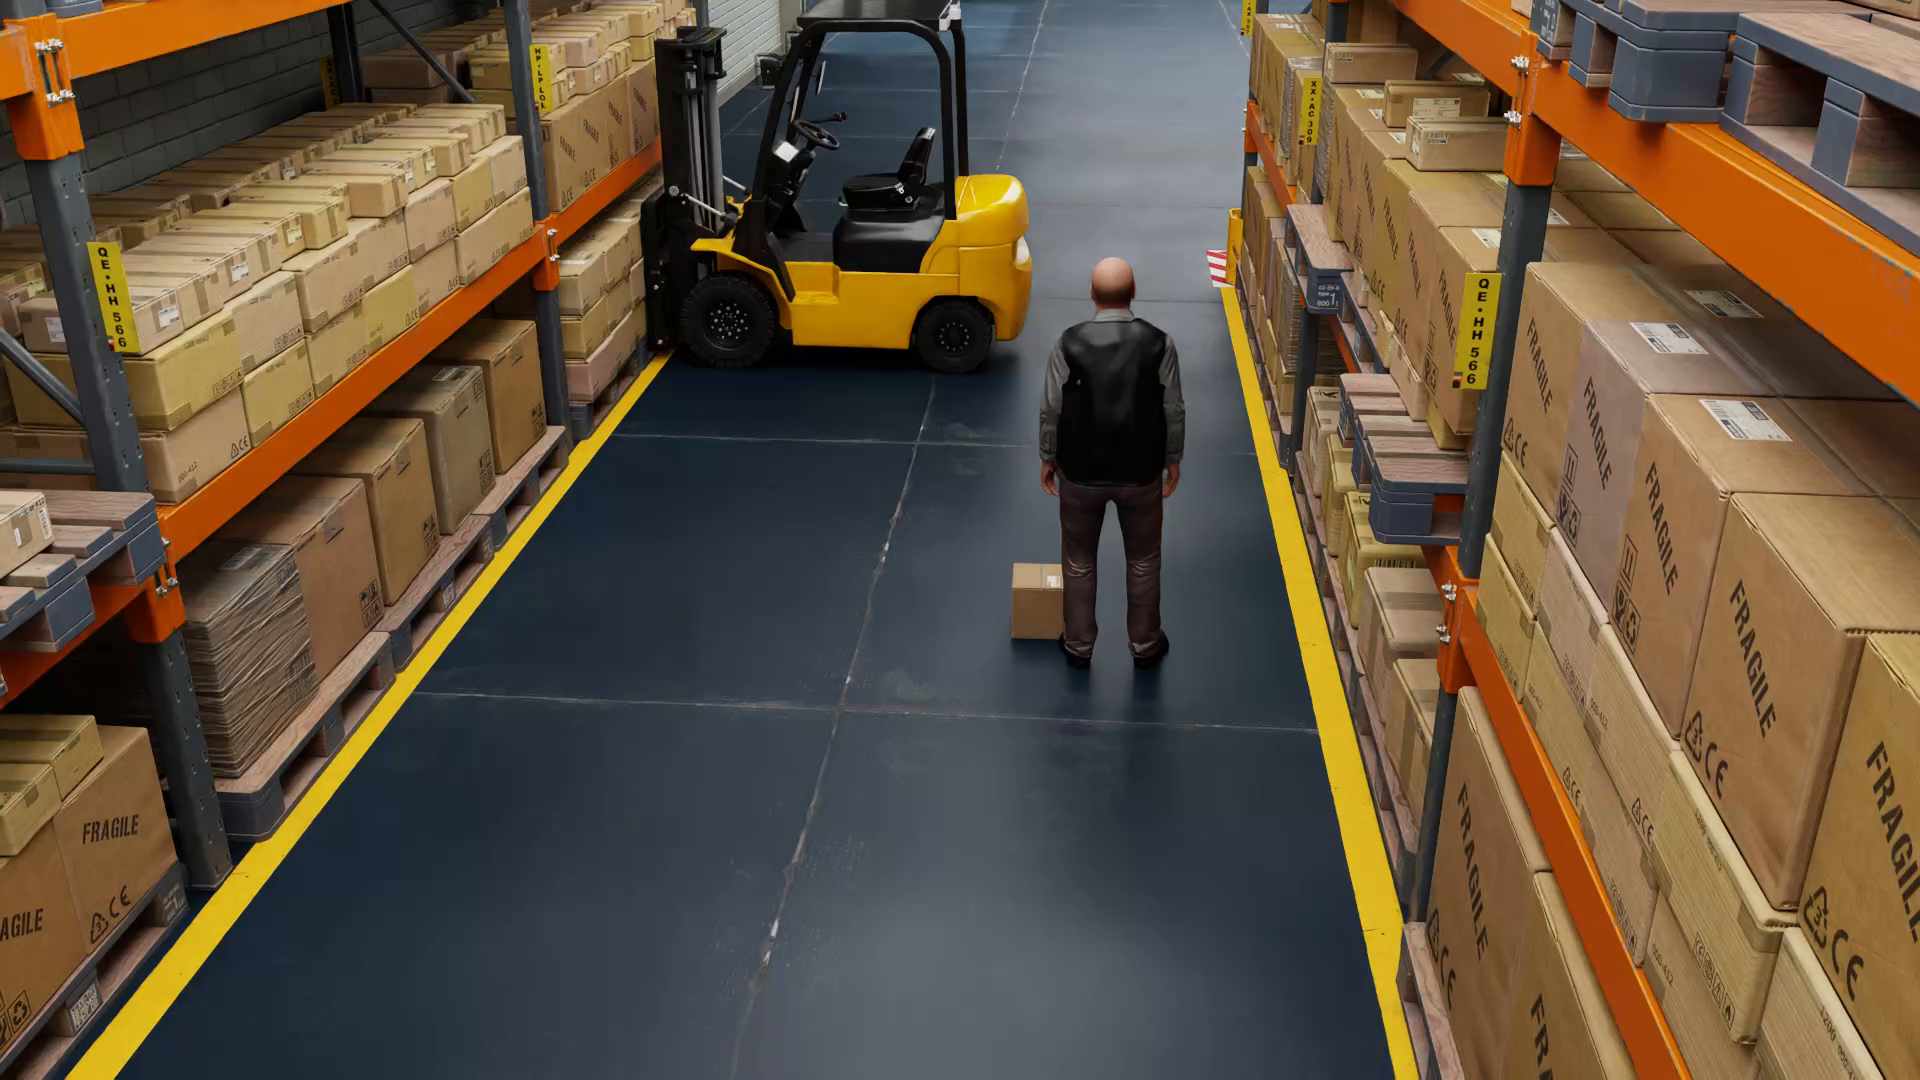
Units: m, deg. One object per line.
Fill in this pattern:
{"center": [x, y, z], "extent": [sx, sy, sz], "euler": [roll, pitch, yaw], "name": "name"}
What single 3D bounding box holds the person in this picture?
{"center": [0.610, -0.279, 6.749], "extent": [0.587, 1.721, 0.412], "euler": [1, 24, 3], "name": "person"}
